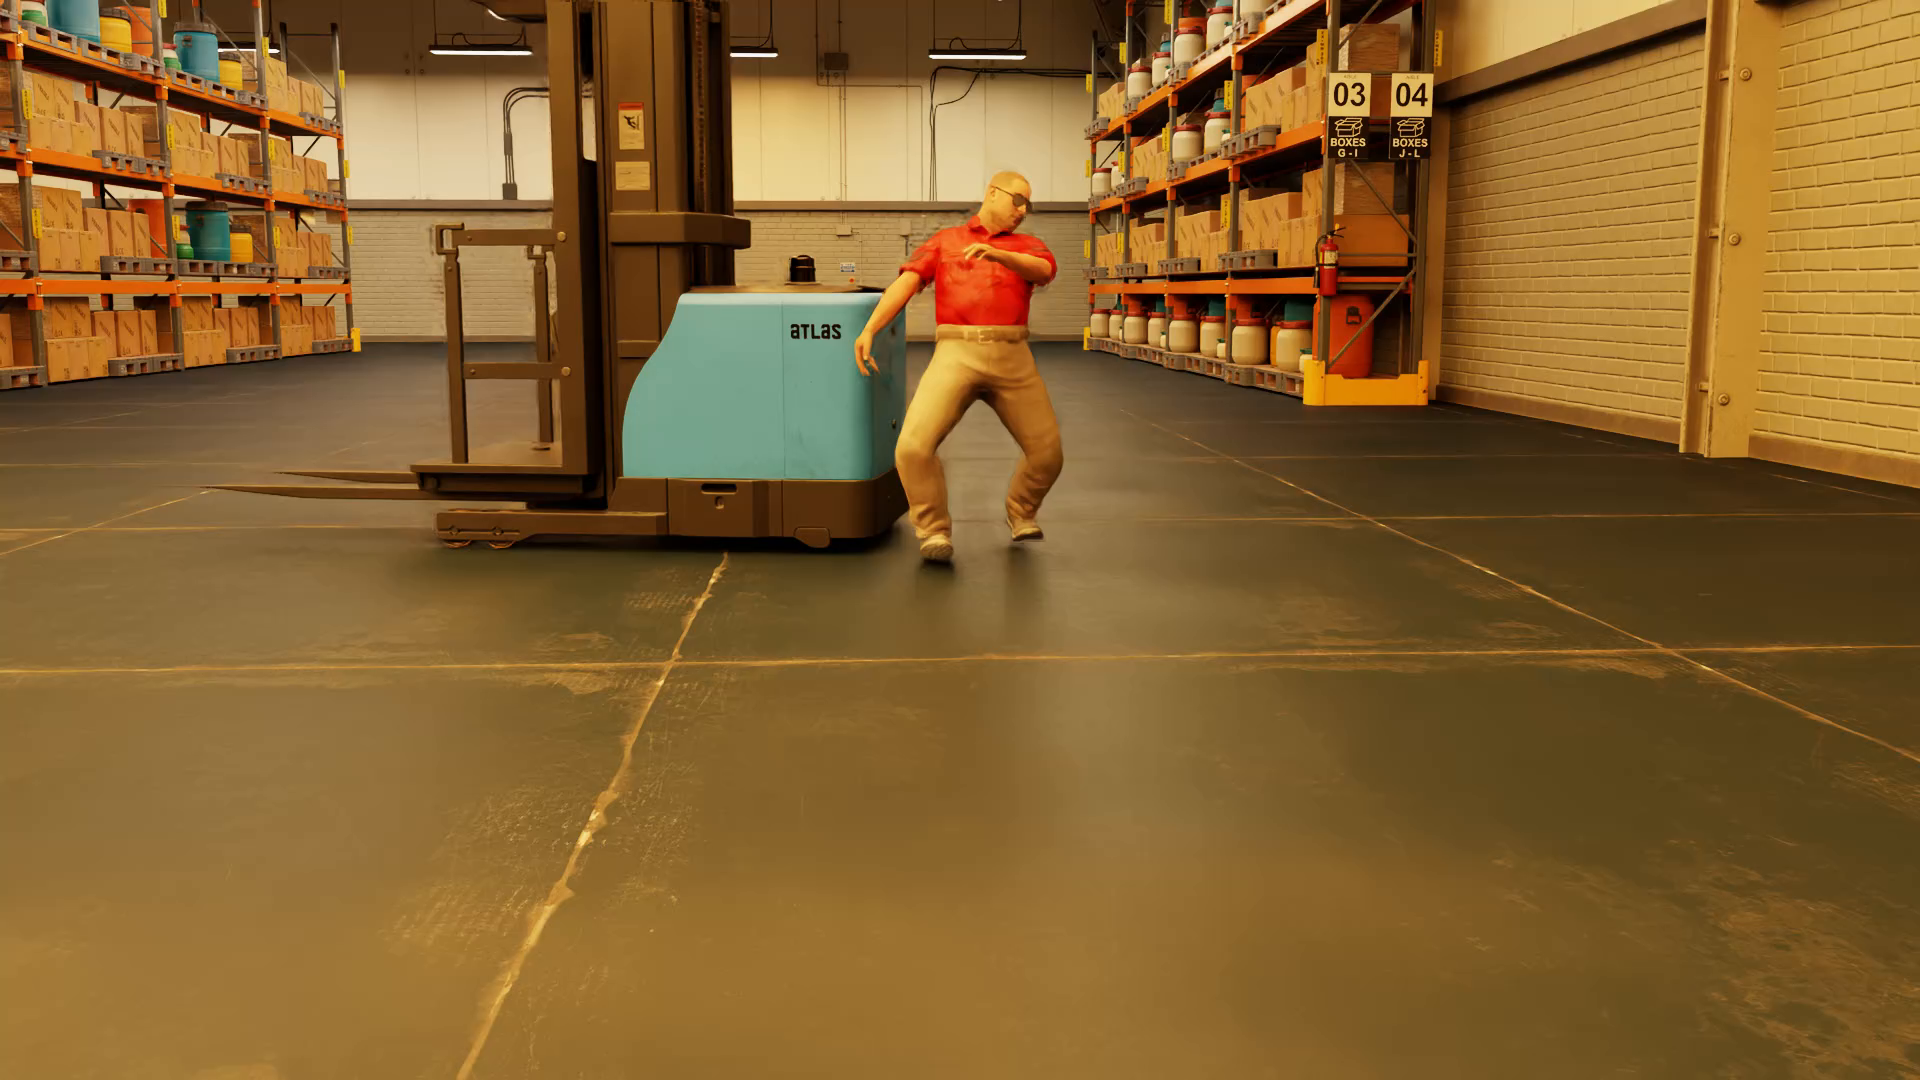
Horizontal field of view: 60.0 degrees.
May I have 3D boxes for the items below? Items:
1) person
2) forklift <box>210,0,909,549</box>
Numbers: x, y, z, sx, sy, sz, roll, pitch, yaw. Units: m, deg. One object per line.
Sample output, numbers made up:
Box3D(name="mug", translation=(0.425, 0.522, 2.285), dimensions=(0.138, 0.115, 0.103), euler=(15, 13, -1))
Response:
Box3D(name="person", translation=(0.011, -0.698, 6.647), dimensions=(0.869, 1.553, 0.862), euler=(-2, 9, -13))
Box3D(name="forklift", translation=(-1.794, -1.487, 7.348), dimensions=(3.031, 2.935, 1.130), euler=(1, 9, 7))
